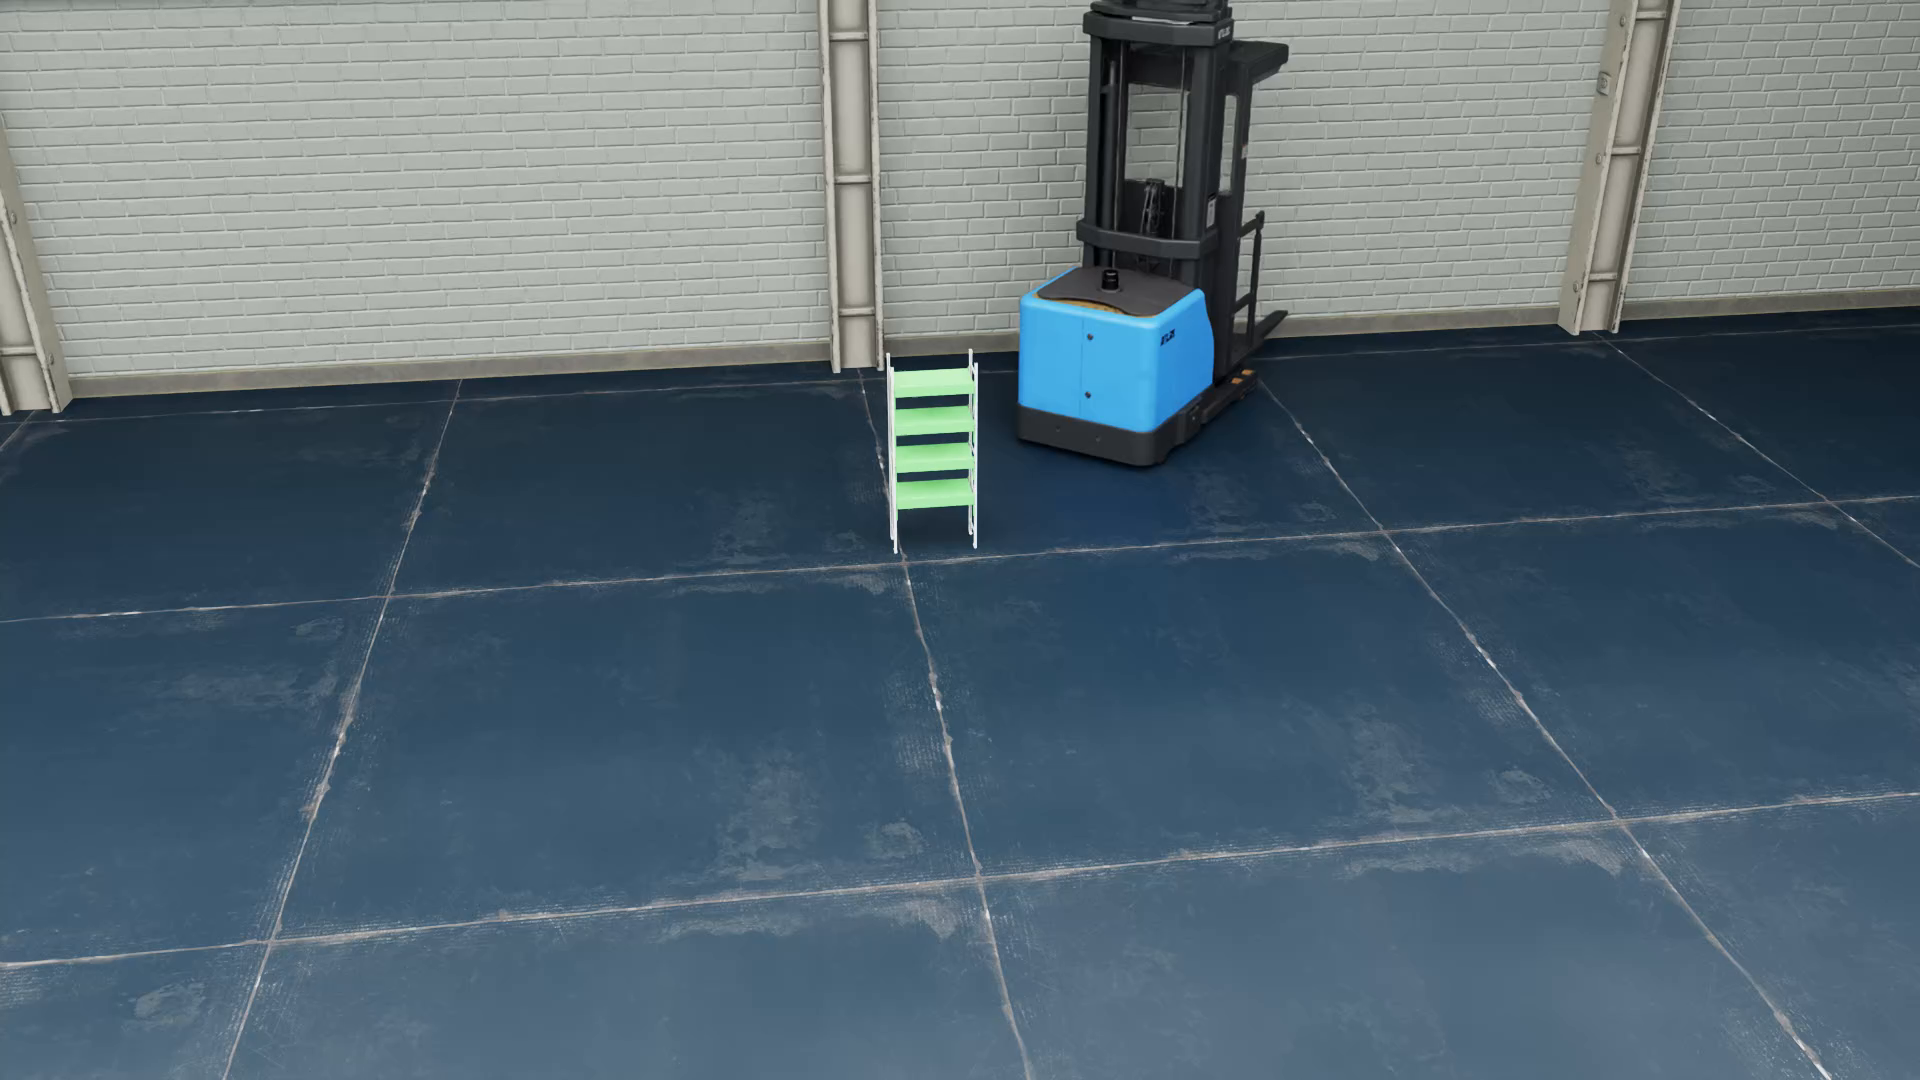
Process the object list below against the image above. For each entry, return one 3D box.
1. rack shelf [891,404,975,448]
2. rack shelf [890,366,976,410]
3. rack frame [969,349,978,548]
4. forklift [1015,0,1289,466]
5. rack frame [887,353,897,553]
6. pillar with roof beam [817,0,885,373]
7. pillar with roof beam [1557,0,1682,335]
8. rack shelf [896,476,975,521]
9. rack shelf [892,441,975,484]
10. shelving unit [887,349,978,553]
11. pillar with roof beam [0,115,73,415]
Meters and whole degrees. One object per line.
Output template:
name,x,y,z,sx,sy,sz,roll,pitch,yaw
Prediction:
rack shelf,-0.164,-0.680,9.875,0.480,0.148,0.258,-4,27,-7
rack shelf,-0.164,-0.894,9.766,0.480,0.148,0.258,-4,27,-7
rack frame,0.078,-0.539,9.986,0.015,1.200,0.240,-4,27,-7
forklift,1.571,-2.429,11.773,1.130,2.935,3.031,15,31,27
rack frame,-0.406,-0.508,9.925,0.015,1.200,0.240,-4,27,-7
pillar with roof beam,-0.197,-3.420,7.059,0.400,9.000,9.100,-4,27,-7
pillar with roof beam,5.745,-3.802,7.802,0.400,9.000,9.100,-4,27,-7
rack shelf,-0.164,-0.253,10.094,0.480,0.148,0.258,-4,27,-7
rack shelf,-0.164,-0.466,9.985,0.480,0.148,0.258,-4,27,-7
shelving unit,-0.164,-0.523,9.956,0.503,1.200,0.258,-4,27,-7
pillar with roof beam,-6.138,-3.039,6.315,0.400,9.000,9.100,-4,27,-7
